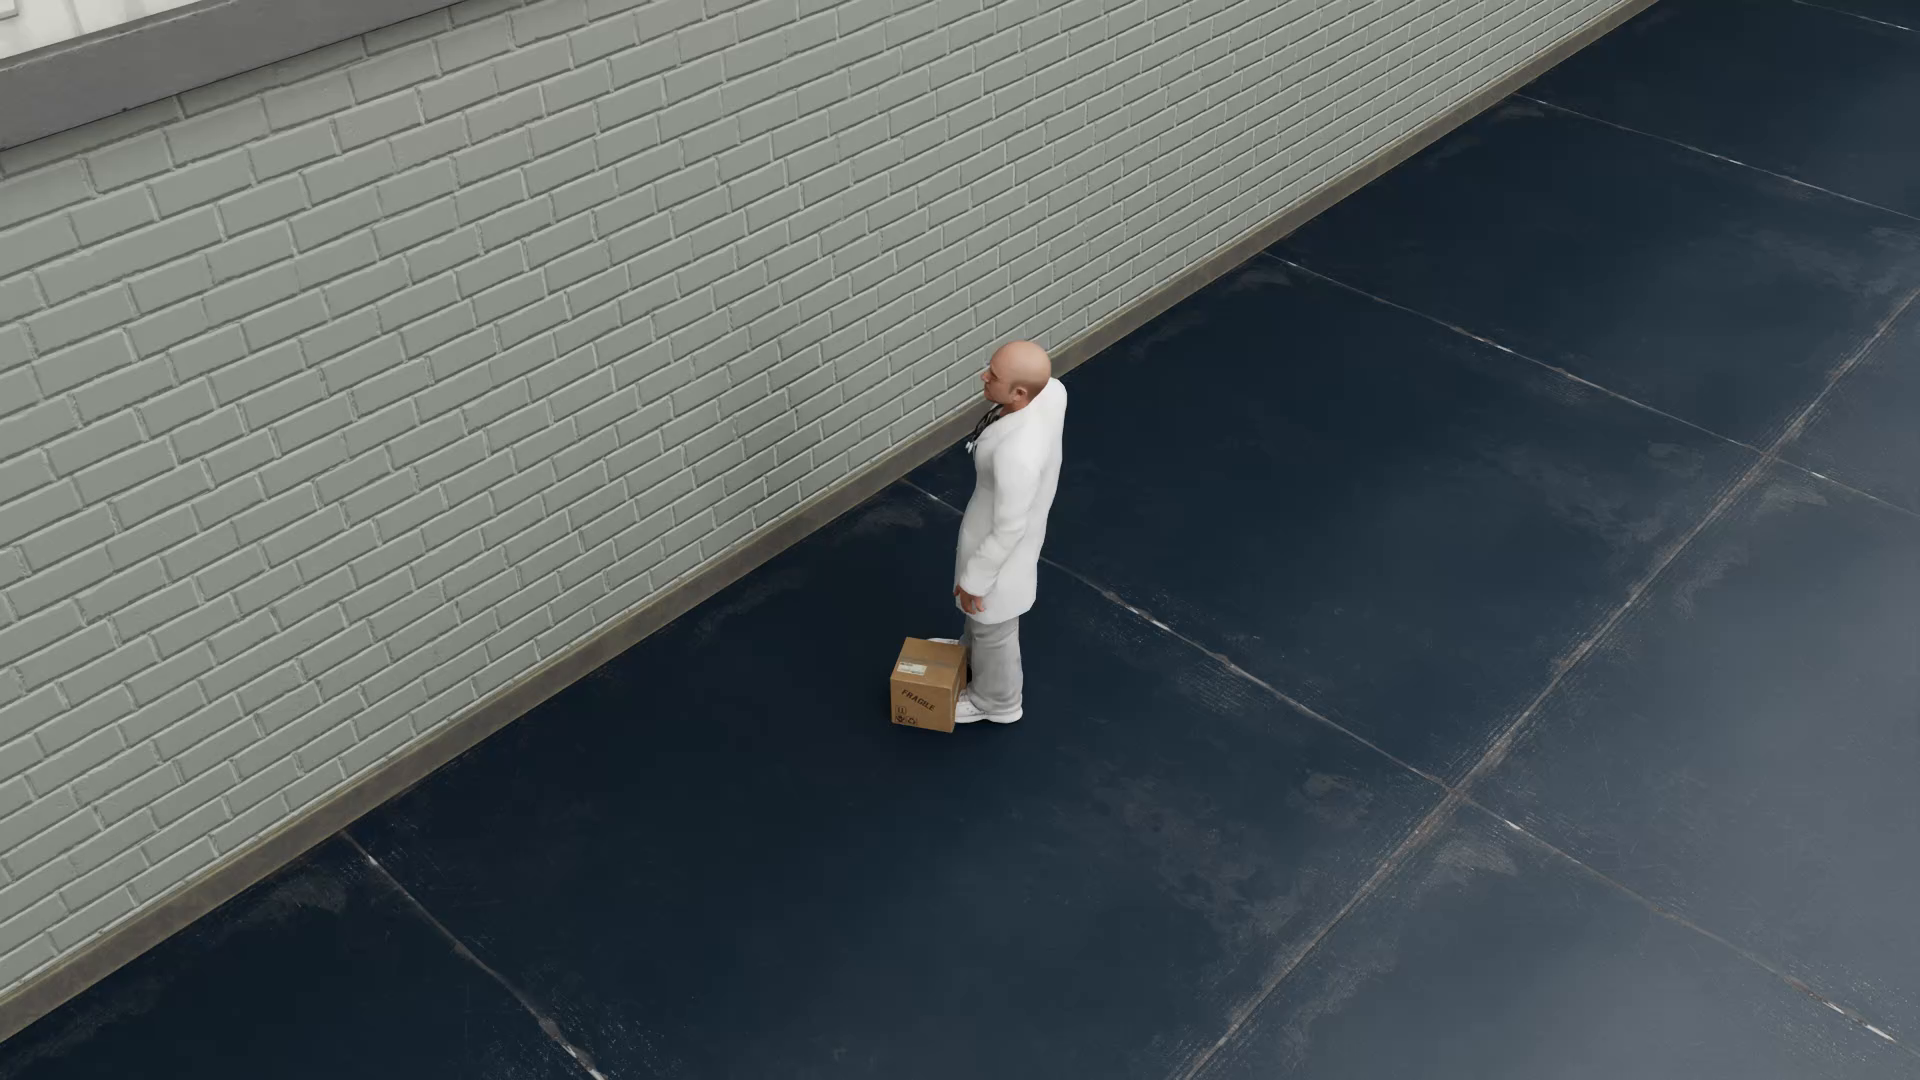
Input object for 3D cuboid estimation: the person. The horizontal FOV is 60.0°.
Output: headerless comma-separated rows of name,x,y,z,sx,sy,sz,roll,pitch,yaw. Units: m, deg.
person,0.063,-0.012,6.166,0.580,1.776,0.698,9,40,11
